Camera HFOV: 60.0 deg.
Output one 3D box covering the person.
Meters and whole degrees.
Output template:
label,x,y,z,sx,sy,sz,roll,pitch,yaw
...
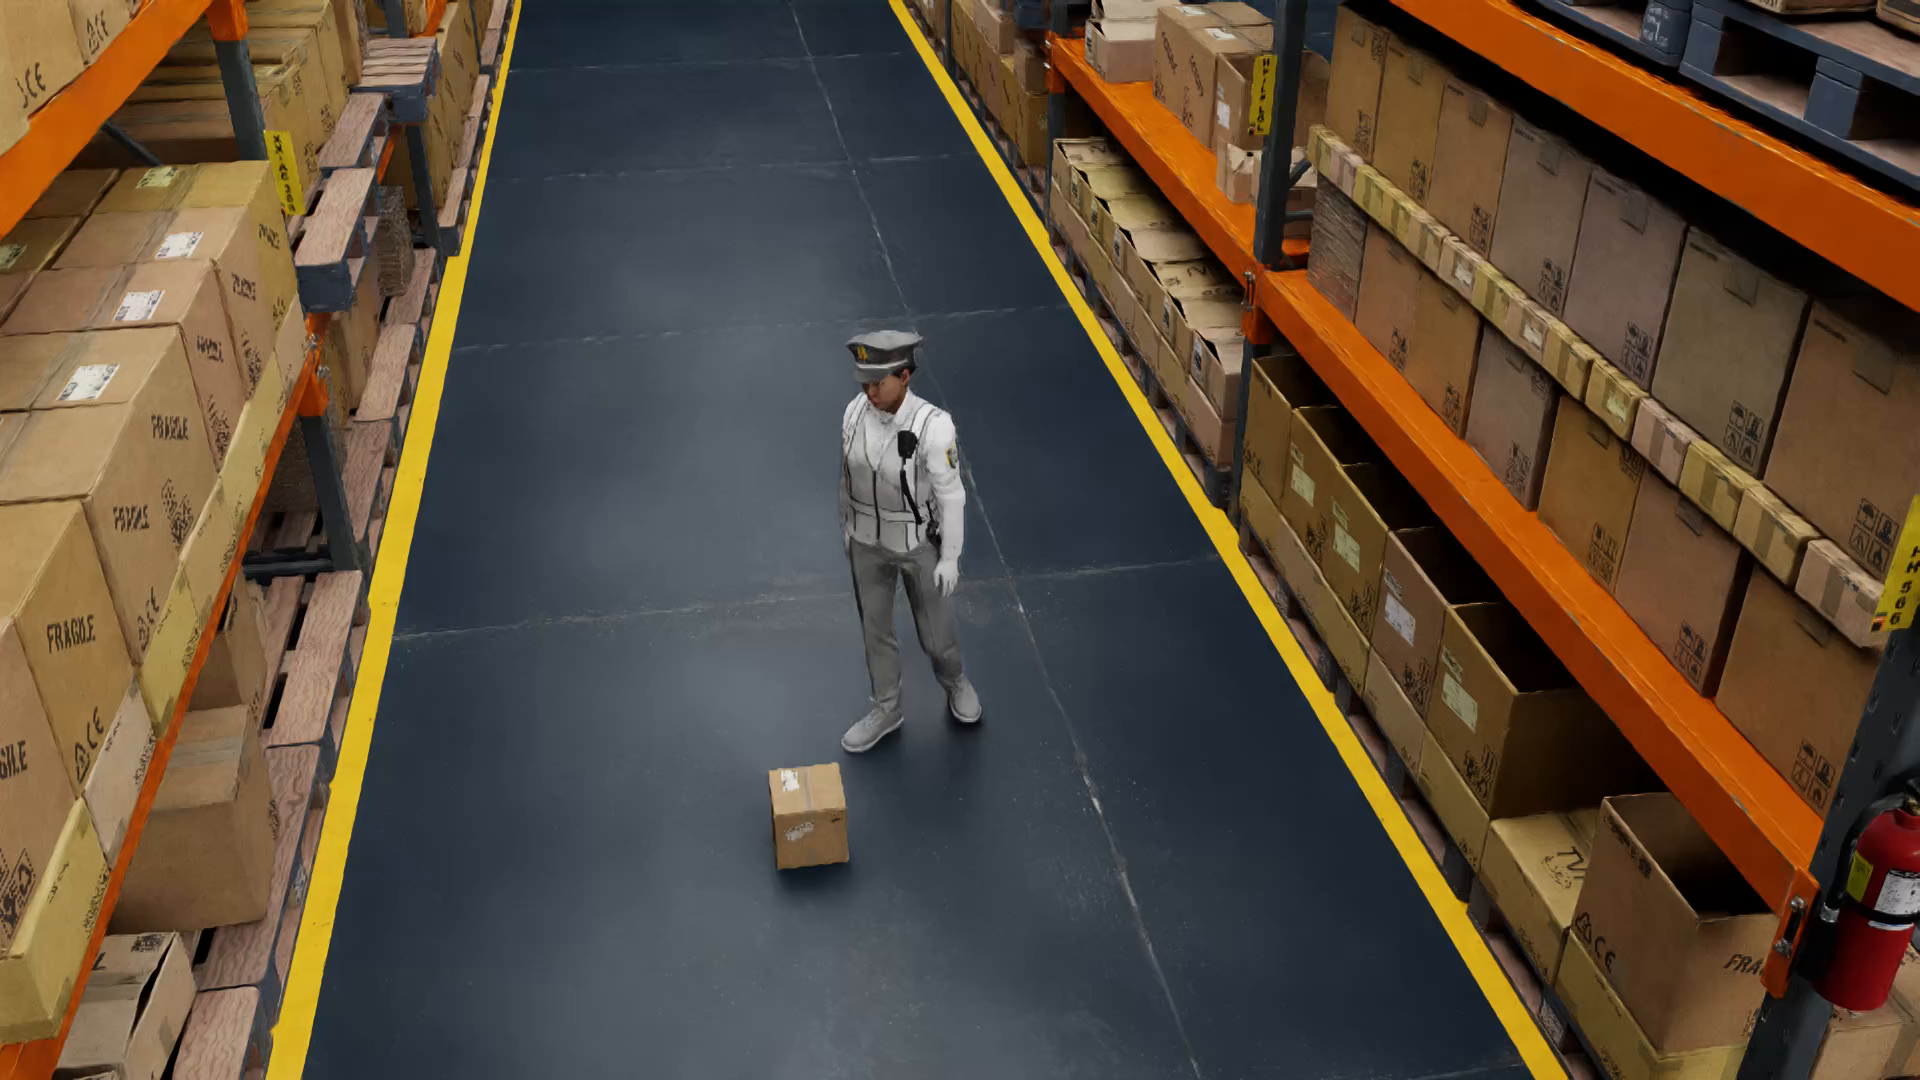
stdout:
label,x,y,z,sx,sy,sz,roll,pitch,yaw
person,-0.213,0.001,6.115,0.537,1.667,0.539,13,33,21
